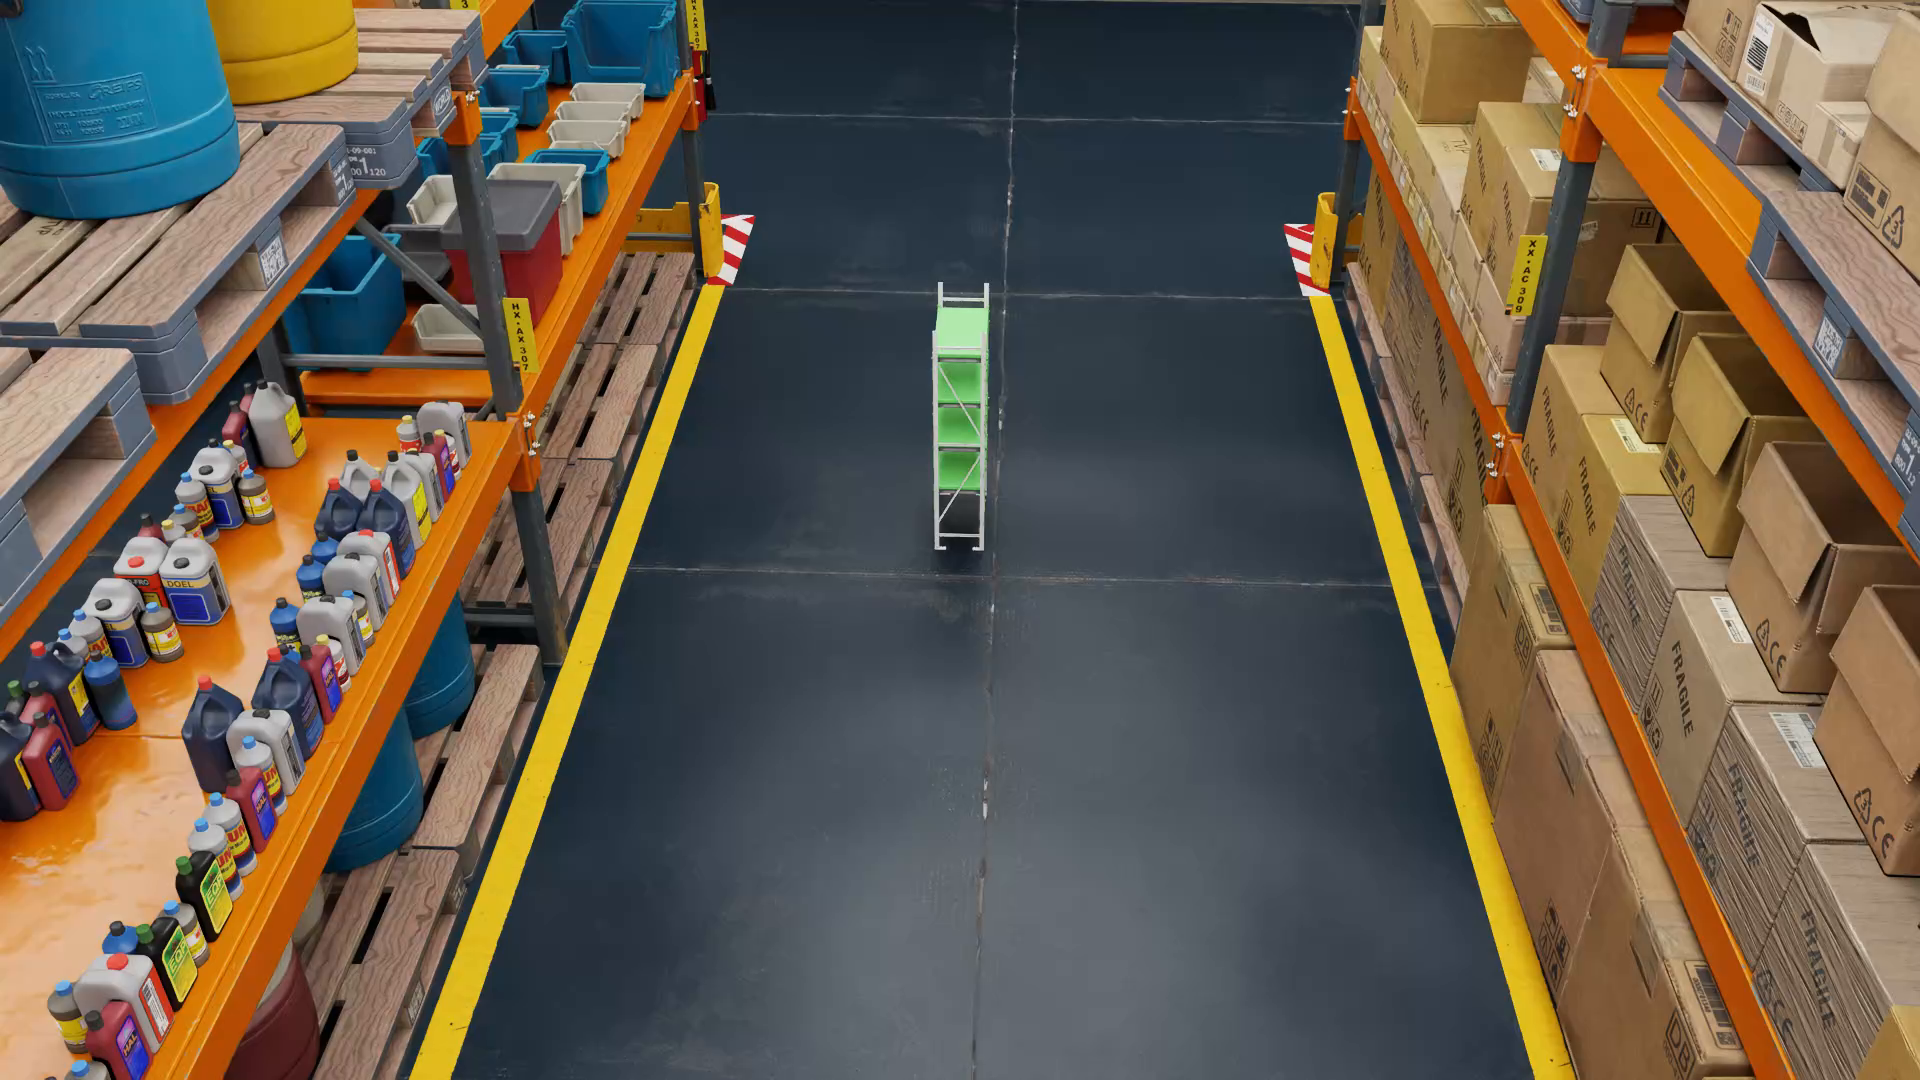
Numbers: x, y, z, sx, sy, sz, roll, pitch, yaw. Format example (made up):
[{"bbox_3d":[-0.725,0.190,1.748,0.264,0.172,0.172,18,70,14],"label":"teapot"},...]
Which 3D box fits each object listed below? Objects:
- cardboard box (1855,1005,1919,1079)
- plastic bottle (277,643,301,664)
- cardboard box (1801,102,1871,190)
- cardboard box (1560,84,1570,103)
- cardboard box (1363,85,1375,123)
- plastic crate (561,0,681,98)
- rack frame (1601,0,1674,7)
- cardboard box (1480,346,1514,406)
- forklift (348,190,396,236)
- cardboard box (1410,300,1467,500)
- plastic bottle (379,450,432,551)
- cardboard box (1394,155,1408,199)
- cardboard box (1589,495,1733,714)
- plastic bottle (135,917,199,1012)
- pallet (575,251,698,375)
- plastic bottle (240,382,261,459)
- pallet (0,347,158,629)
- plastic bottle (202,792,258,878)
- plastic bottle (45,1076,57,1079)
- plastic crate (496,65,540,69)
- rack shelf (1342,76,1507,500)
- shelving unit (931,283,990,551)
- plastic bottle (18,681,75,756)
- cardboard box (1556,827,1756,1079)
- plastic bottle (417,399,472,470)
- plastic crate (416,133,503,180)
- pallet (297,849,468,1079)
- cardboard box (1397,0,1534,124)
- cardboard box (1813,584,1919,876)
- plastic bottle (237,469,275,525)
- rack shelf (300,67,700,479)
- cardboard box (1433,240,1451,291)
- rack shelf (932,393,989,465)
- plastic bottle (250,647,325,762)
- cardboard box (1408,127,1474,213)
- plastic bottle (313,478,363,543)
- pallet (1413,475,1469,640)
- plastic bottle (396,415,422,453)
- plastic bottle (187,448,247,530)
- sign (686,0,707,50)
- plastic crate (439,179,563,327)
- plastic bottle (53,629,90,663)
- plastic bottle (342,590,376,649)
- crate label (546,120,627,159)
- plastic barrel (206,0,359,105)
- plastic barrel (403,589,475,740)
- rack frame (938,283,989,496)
[{"bbox_3d":[2.284,1.378,3.593,0.500,0.500,0.500,2,35,3],"label":"cardboard box"},{"bbox_3d":[-2.062,0.435,5.134,0.097,0.271,0.097,0,35,0],"label":"plastic bottle"},{"bbox_3d":[2.463,-1.034,4.357,0.380,0.149,0.250,0,35,0],"label":"cardboard box"},{"bbox_3d":[2.991,-1.808,7.434,0.500,0.500,0.500,0,35,0],"label":"cardboard box"},{"bbox_3d":[2.481,-2.441,9.334,0.380,0.149,0.250,1,35,1],"label":"cardboard box"},{"bbox_3d":[-1.942,-2.845,9.606,0.616,0.435,0.499,1,35,2],"label":"plastic crate"},{"bbox_3d":[2.673,-3.044,4.756,1.000,3.000,0.127,1,35,2],"label":"rack frame"},{"bbox_3d":[2.358,-0.670,6.813,0.380,0.149,0.250,2,35,2],"label":"cardboard box"},{"bbox_3d":[-4.481,-2.613,9.418,1.130,2.935,3.031,2,35,3],"label":"forklift"},{"bbox_3d":[2.815,-0.787,8.243,0.875,0.875,0.875,1,35,2],"label":"cardboard box"},{"bbox_3d":[-1.986,-0.148,5.895,0.144,0.351,0.185,1,35,2],"label":"plastic bottle"},{"bbox_3d":[2.440,-1.850,8.492,0.380,0.149,0.250,1,35,1],"label":"cardboard box"},{"bbox_3d":[2.365,0.204,5.264,0.500,0.500,0.500,1,35,1],"label":"cardboard box"},{"bbox_3d":[-2.027,1.059,4.236,0.061,0.283,0.133,1,35,2],"label":"plastic bottle"},{"bbox_3d":[-2.187,-1.389,10.042,1.003,0.211,1.213,1,35,2],"label":"pallet"},{"bbox_3d":[-2.717,-0.456,6.391,0.061,0.283,0.133,1,35,2],"label":"plastic bottle"},{"bbox_3d":[-2.308,0.007,3.187,1.003,0.211,1.213,1,35,2],"label":"pallet"},{"bbox_3d":[-2.027,0.808,4.603,0.097,0.271,0.097,0,35,0],"label":"plastic bottle"},{"bbox_3d":[-2.065,1.339,3.847,0.097,0.271,0.097,0,35,0],"label":"plastic bottle"},{"bbox_3d":[-2.550,-2.602,9.521,0.250,0.136,0.298,1,35,2],"label":"plastic crate"},{"bbox_3d":[2.753,-1.445,8.322,1.077,0.370,4.000,1,35,2],"label":"rack shelf"},{"bbox_3d":[0.007,-0.586,8.040,0.258,1.200,0.503,1,35,2],"label":"shelving unit"},{"bbox_3d":[-2.727,0.561,4.944,0.061,0.283,0.133,1,35,2],"label":"plastic bottle"},{"bbox_3d":[2.604,1.498,4.993,1.225,0.875,0.875,1,35,2],"label":"cardboard box"},{"bbox_3d":[-1.969,-0.420,6.346,0.152,0.276,0.135,1,35,2],"label":"plastic bottle"},{"bbox_3d":[-2.519,-1.895,8.431,0.416,0.233,0.300,1,35,2],"label":"plastic crate"},{"bbox_3d":[-2.395,1.582,5.816,1.003,0.211,1.213,1,35,2],"label":"pallet"},{"bbox_3d":[2.509,-2.401,8.277,0.500,0.500,0.500,0,35,1],"label":"cardboard box"},{"bbox_3d":[2.587,0.463,4.023,0.797,0.503,0.637,2,35,3],"label":"cardboard box"},{"bbox_3d":[-2.565,-0.163,6.047,0.097,0.201,0.097,0,35,0],"label":"plastic bottle"},{"bbox_3d":[-2.196,-1.559,8.485,1.077,0.370,4.000,1,35,2],"label":"rack shelf"},{"bbox_3d":[2.399,-1.261,7.654,0.380,0.149,0.250,2,35,3],"label":"cardboard box"},{"bbox_3d":[0.007,-0.534,8.077,0.258,0.148,0.480,1,35,2],"label":"rack shelf"},{"bbox_3d":[-2.030,0.484,4.995,0.144,0.351,0.185,1,35,2],"label":"plastic bottle"},{"bbox_3d":[2.491,-1.791,8.062,0.500,0.250,0.500,1,35,1],"label":"cardboard box"},{"bbox_3d":[-2.138,-0.046,5.749,0.144,0.351,0.185,1,35,2],"label":"plastic bottle"},{"bbox_3d":[2.781,0.116,7.901,1.003,0.211,1.213,1,35,2],"label":"pallet"},{"bbox_3d":[-2.094,-0.381,6.357,0.097,0.201,0.097,0,35,0],"label":"plastic bottle"},{"bbox_3d":[-2.690,-0.186,6.014,0.152,0.276,0.135,1,35,2],"label":"plastic bottle"},{"bbox_3d":[-1.565,-3.066,9.862,0.100,0.325,0.005,1,35,2],"label":"sign"},{"bbox_3d":[-1.990,-1.262,7.329,0.402,0.464,0.583,1,35,2],"label":"plastic crate"},{"bbox_3d":[-2.758,0.393,5.194,0.097,0.271,0.097,0,35,0],"label":"plastic bottle"},{"bbox_3d":[-1.987,0.255,5.451,0.097,0.201,0.097,0,35,0],"label":"plastic bottle"},{"bbox_3d":[-1.980,-2.120,8.834,0.396,0.136,0.243,1,35,2],"label":"crate label"},{"bbox_3d":[-2.110,-1.651,4.853,0.600,0.588,0.600,0,35,0],"label":"plastic barrel"},{"bbox_3d":[-2.315,0.295,6.682,0.600,0.901,0.708,1,35,2],"label":"plastic barrel"},{"bbox_3d":[0.016,-0.726,8.240,0.240,1.200,0.015,1,35,2],"label":"rack frame"}]
